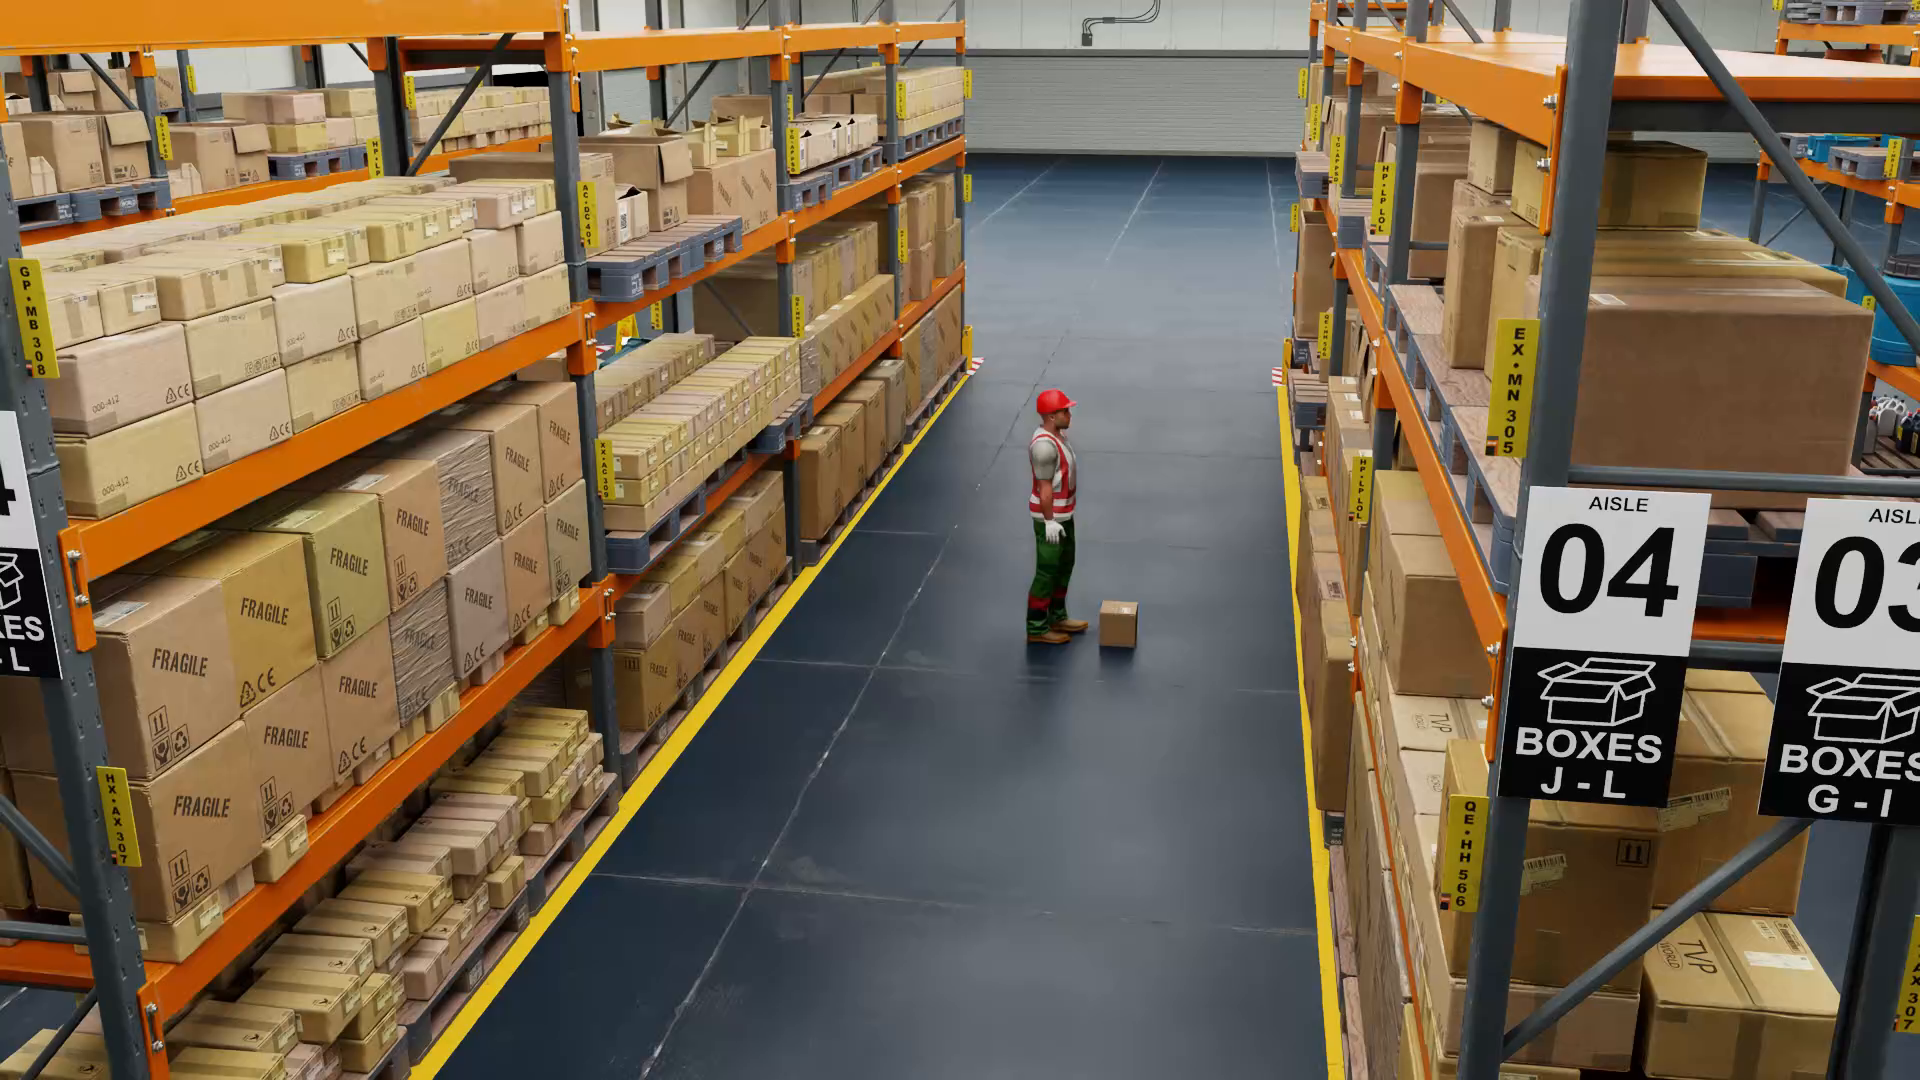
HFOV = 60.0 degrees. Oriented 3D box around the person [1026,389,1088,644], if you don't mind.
[{"bbox_3d":[0.689,-0.165,11.531,0.414,1.793,0.525,3,18,10],"label":"person"}]
